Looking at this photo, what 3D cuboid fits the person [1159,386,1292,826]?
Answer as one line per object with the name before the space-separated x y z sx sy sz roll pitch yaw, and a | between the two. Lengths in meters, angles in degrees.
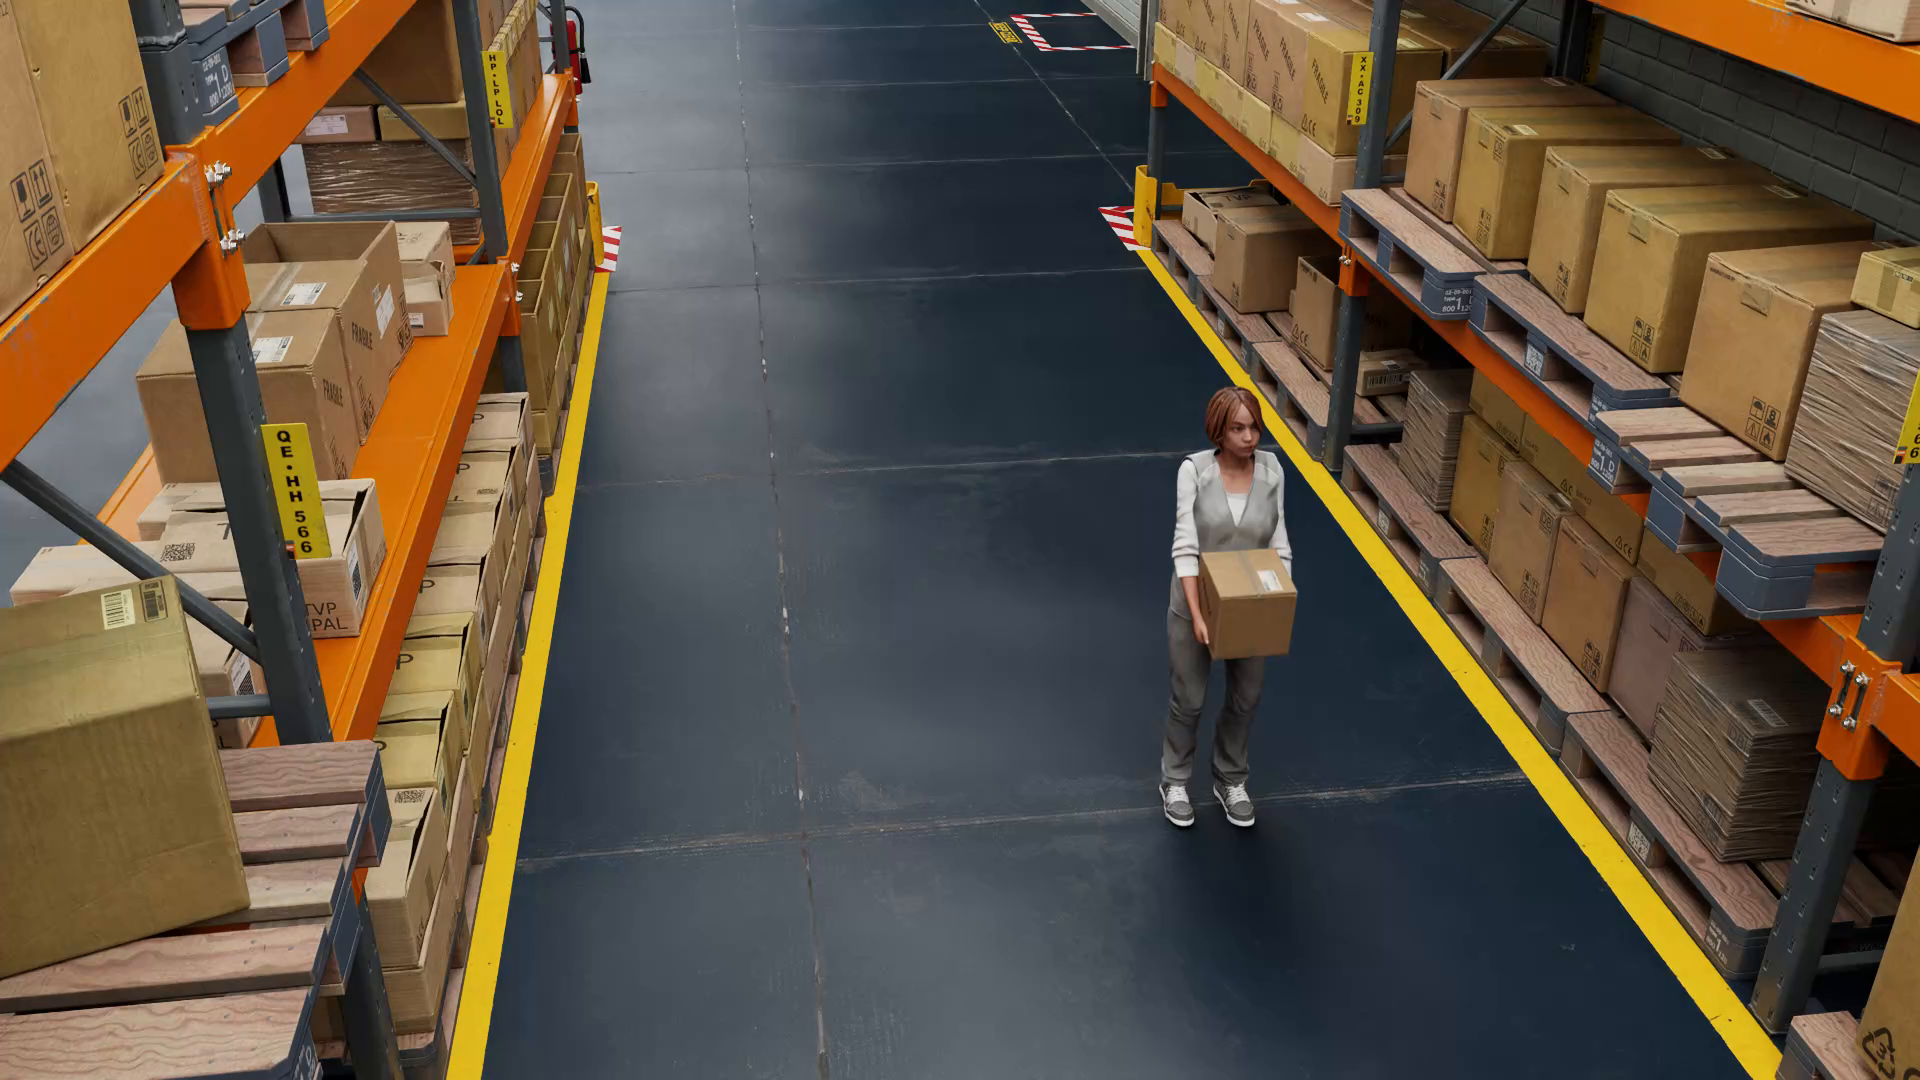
person | 0.901 0.279 5.602 0.405 1.589 0.498 -3 28 -6
